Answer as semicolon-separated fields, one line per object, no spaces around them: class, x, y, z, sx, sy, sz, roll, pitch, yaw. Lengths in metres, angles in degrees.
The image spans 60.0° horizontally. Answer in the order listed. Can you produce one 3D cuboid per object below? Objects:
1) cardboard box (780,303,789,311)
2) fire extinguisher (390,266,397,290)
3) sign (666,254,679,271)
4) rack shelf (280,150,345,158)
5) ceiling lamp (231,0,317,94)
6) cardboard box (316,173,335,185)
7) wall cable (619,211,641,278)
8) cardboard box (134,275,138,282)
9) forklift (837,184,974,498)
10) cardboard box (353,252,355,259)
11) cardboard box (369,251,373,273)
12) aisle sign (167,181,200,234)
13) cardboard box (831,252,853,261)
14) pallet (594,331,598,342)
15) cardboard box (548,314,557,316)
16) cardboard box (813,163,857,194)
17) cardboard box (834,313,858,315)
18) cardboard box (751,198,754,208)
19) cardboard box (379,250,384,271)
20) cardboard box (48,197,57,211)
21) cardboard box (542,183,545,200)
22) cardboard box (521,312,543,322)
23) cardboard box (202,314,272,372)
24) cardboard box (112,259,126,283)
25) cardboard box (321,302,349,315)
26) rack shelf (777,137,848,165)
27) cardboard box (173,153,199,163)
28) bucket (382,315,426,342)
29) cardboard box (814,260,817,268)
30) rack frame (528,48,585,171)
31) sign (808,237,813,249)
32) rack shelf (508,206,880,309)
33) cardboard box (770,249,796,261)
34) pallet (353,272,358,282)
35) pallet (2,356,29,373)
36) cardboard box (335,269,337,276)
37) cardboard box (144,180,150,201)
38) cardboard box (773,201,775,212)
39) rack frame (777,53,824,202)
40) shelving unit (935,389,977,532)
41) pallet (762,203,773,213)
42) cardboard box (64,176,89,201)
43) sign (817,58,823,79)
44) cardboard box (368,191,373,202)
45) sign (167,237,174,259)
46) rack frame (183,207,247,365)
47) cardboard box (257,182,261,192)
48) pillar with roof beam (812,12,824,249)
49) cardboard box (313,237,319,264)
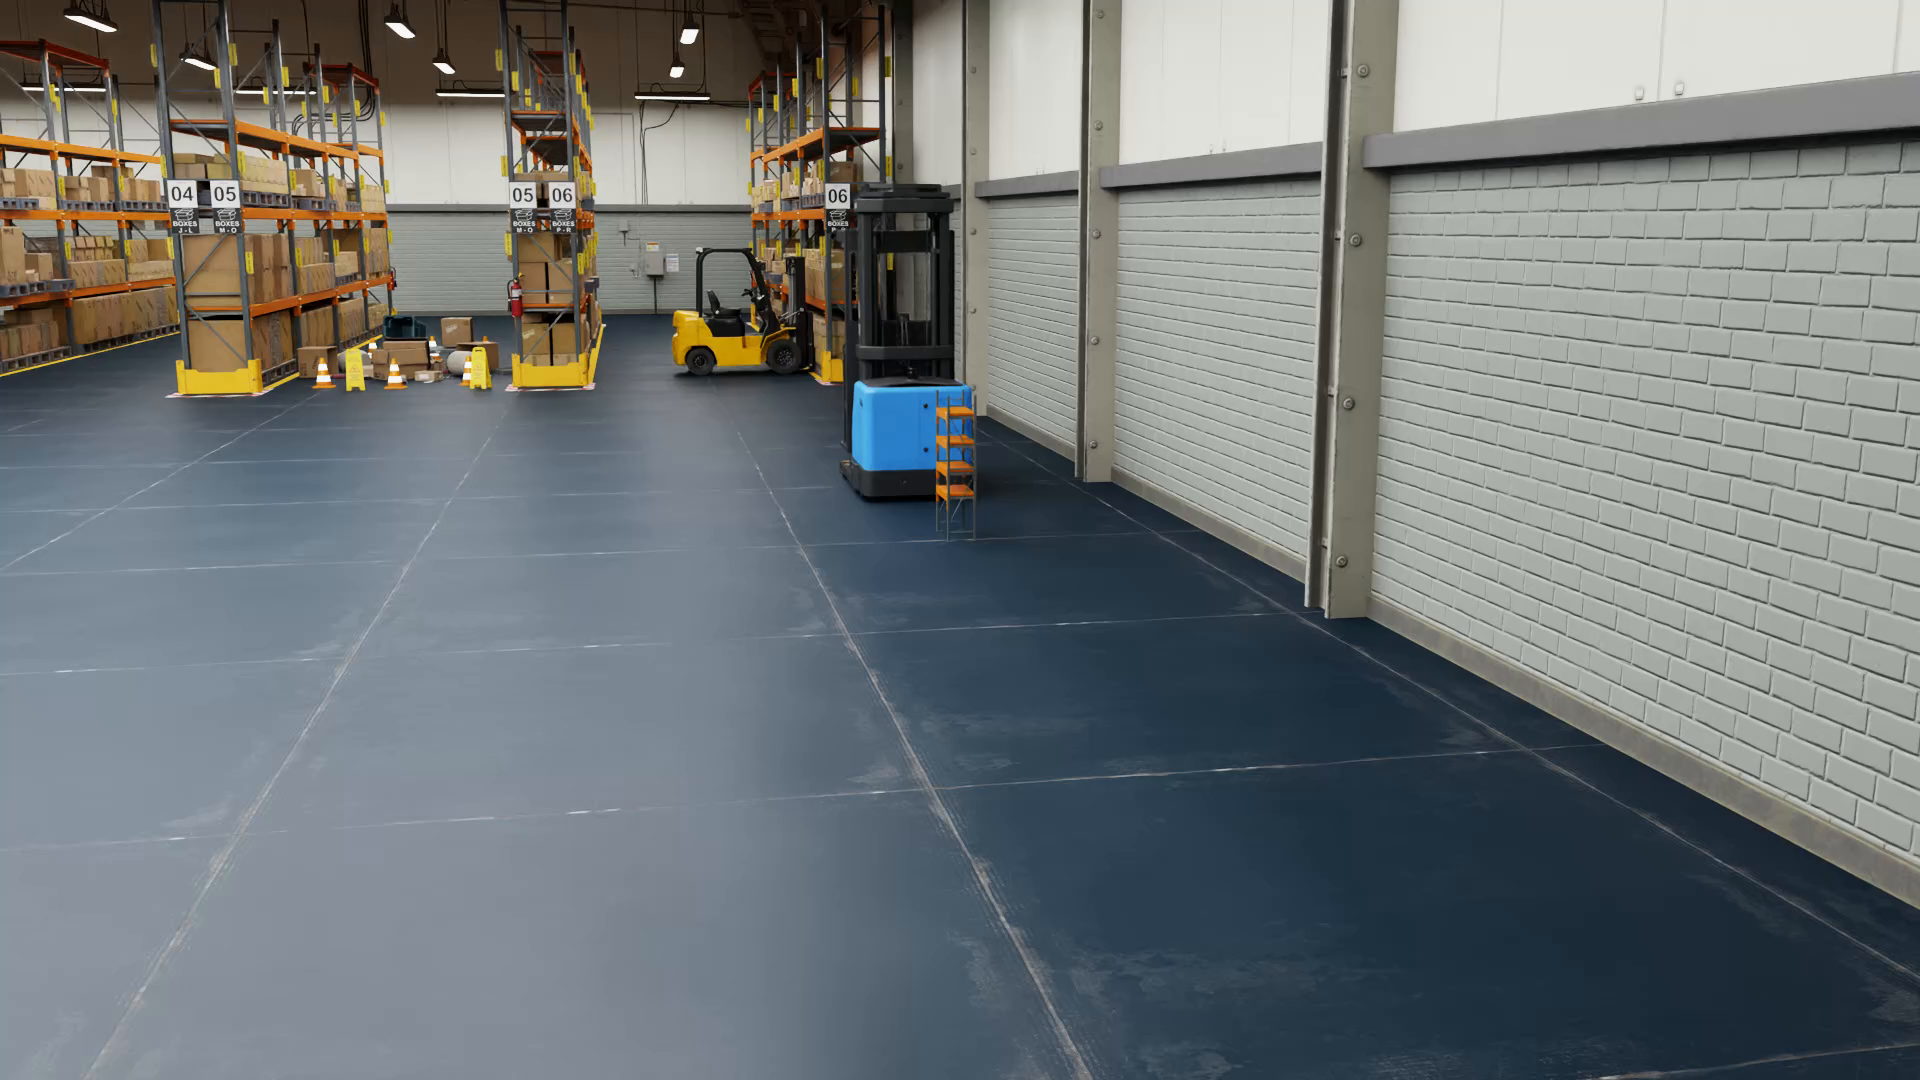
cardboard box;-3.694;-5.032;35.941;0.380;0.149;0.250;-3;11;-14
fire extinguisher;-14.123;-6.534;41.210;0.296;0.674;0.183;-2;11;-11
sign;-8.277;-7.983;47.872;0.329;0.494;0.001;-2;11;-11
rack shelf;-13.359;-8.085;34.580;0.919;0.124;3.809;-2;11;-11
ceiling lamp;-17.446;-12.930;41.950;2.000;3.185;0.800;-2;11;-11
cardboard box;-12.879;-7.303;33.706;0.396;0.266;0.258;-2;11;-11
wall cable;-9.421;-8.477;47.496;0.588;1.984;0.122;-2;11;-11
cardboard box;-18.416;-5.788;36.757;0.380;0.149;0.250;-2;11;-13
forklift;-0.639;-2.065;16.708;1.130;2.935;3.031;-2;11;-10
cardboard box;-13.426;-6.218;36.302;0.380;0.149;0.250;-2;11;-13
cardboard box;-13.701;-6.345;37.946;0.500;0.500;0.500;-2;11;-11
aisle sign;-11.695;-5.011;25.050;0.394;0.787;0.004;-2;11;-11
cardboard box;-1.987;-4.710;27.621;0.380;0.149;0.250;-2;11;-11
pallet;-8.448;-4.425;36.379;1.003;0.211;1.213;-2;11;-11
cardboard box;-7.507;-3.796;29.844;0.500;0.500;0.500;-2;11;-8
cardboard box;-2.137;-6.180;28.462;0.700;0.500;0.500;-2;11;-11
cardboard box;-2.004;-3.949;29.980;0.500;0.250;0.500;-2;11;-11
cardboard box;-5.004;-8.527;42.058;0.508;0.250;0.508;-2;11;-11
cardboard box;-13.983;-6.627;39.432;0.518;0.500;0.518;-2;11;-9
cardboard box;-17.522;-6.385;31.600;0.500;0.250;0.500;-2;11;-11
cardboard box;-7.026;-5.680;27.097;0.500;0.250;0.500;-2;11;-12
cardboard box;-7.127;-3.702;27.612;0.380;0.149;0.250;-2;11;-9
cardboard box;-11.784;-3.204;27.067;0.875;0.875;0.875;-2;11;-12
cardboard box;-18.274;-5.770;35.724;0.500;0.500;0.500;-2;11;-11
cardboard box;-12.966;-4.800;34.451;0.500;0.250;0.500;-2;11;-12
rack shelf;-2.877;-7.635;32.739;1.077;0.370;4.000;-2;11;-11
cardboard box;-11.813;-5.805;25.298;0.380;0.149;0.250;-2;11;-10
bucket;-9.904;-3.689;29.747;0.726;0.611;0.620;2;1;9
cardboard box;-2.326;-4.793;28.856;0.380;0.149;0.250;-2;11;-11
rack frame;-8.135;-8.371;33.610;1.000;3.000;0.127;-2;11;-11
sign;-3.501;-6.928;38.978;0.100;0.325;0.005;-2;11;-11
rack shelf;-4.593;-4.903;28.758;5.918;1.649;4.000;-2;11;-11
cardboard box;-3.765;-6.155;36.611;0.797;0.503;0.637;-2;11;-12
pallet;-13.742;-5.719;36.236;1.003;0.211;1.213;-2;11;-11
pallet;-17.230;-3.103;29.434;1.003;0.211;1.213;-2;11;-11
cardboard box;-12.911;-5.447;33.840;0.380;0.149;0.250;-2;11;-8
cardboard box;-19.266;-8.108;38.592;0.700;0.500;0.500;-3;11;-13
cardboard box;-3.800;-7.274;36.271;0.500;0.250;0.500;-2;11;-11
rack frame;-3.266;-8.552;34.562;1.000;3.000;0.127;-2;11;-11
shelving unit;-0.033;-0.621;13.749;0.258;1.200;0.492;-2;11;-11
pallet;-3.782;-7.408;37.074;1.213;0.211;1.003;-2;11;-11
cardboard box;-18.274;-7.168;33.912;0.797;0.503;0.637;-2;11;-12
sign;-2.245;-7.566;26.668;0.100;0.325;0.005;-2;11;-11
cardboard box;-13.783;-7.886;38.147;0.500;0.250;0.500;-2;11;-10
sign;-11.949;-4.426;25.198;0.100;0.325;0.005;-2;11;-11
rack frame;-11.418;-3.758;25.418;0.949;2.616;0.053;-2;11;-11
cardboard box;-11.363;-5.623;26.478;0.380;0.149;0.250;-2;11;-11
pillar with roof beam;-7.518;-9.290;38.437;9.100;9.000;0.400;-2;11;-11
cardboard box;-12.793;-5.590;32.103;0.700;0.500;0.500;-2;11;-12
